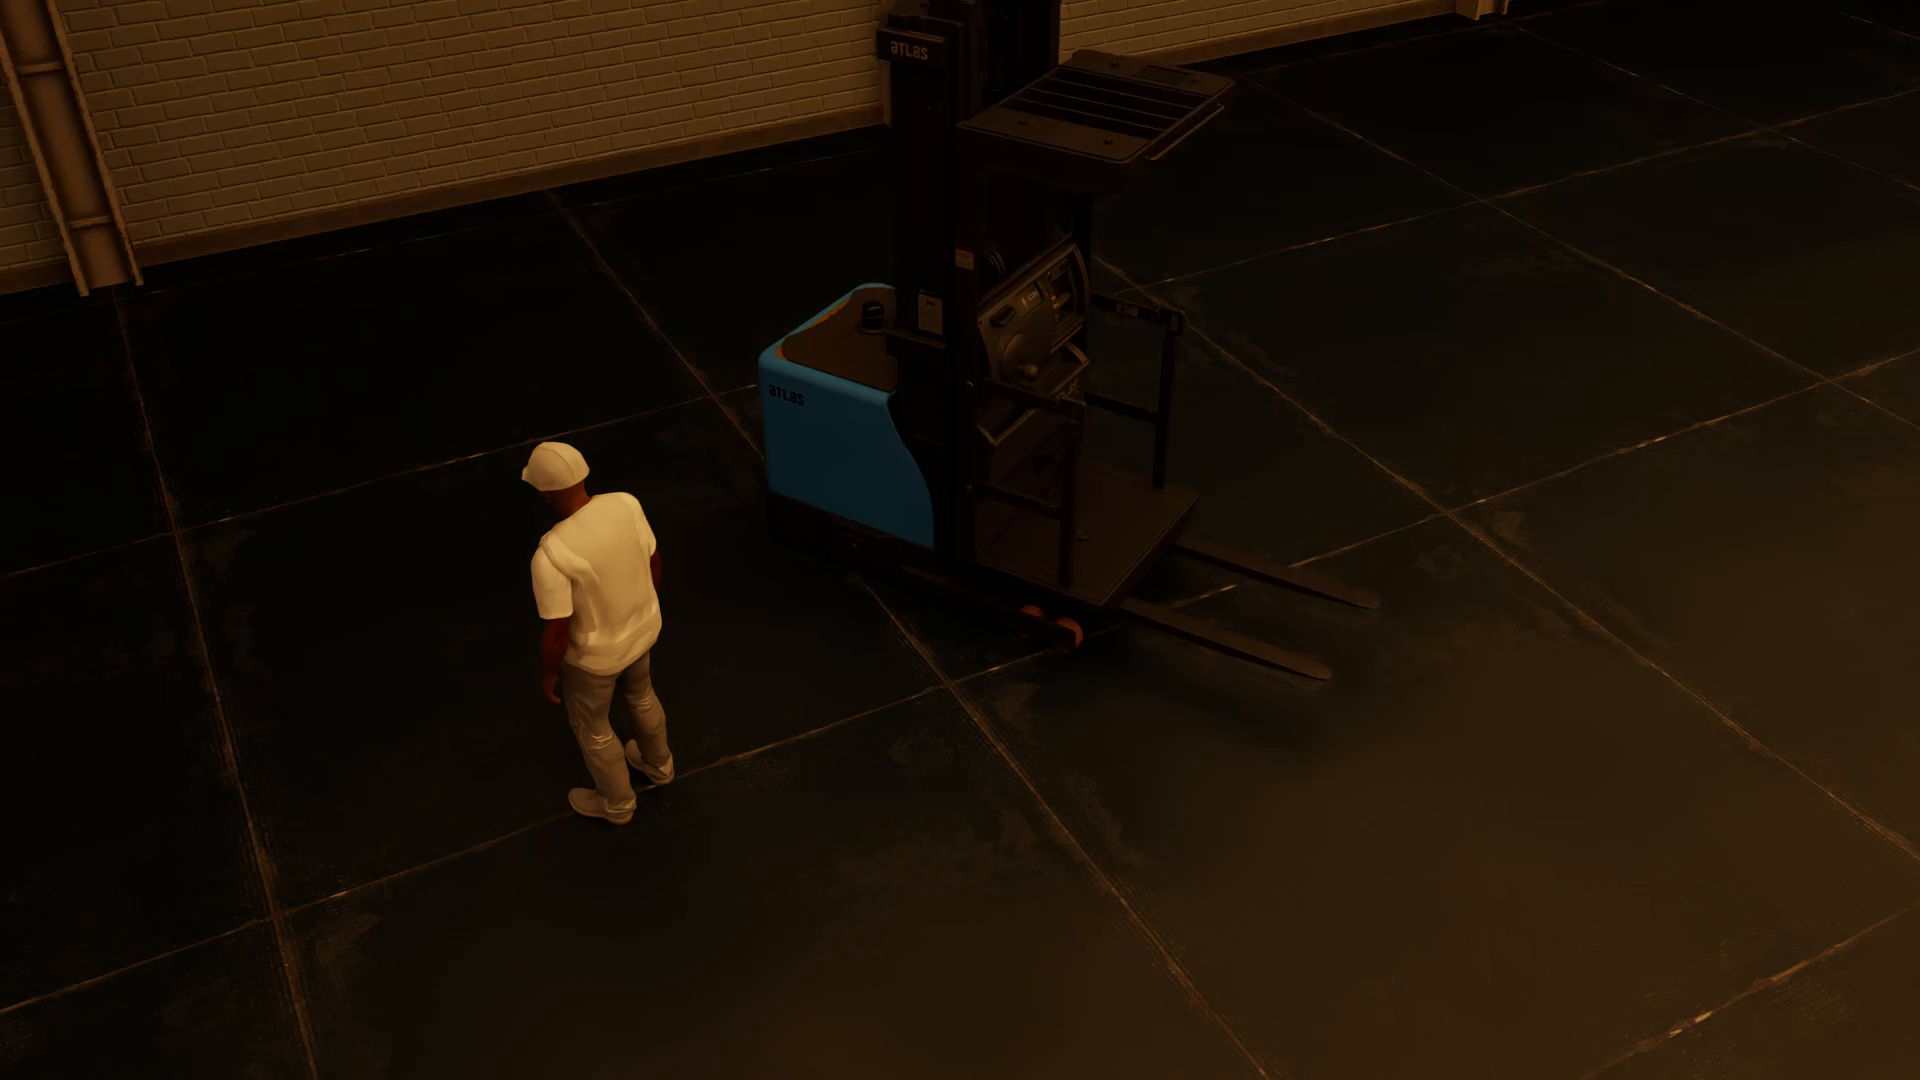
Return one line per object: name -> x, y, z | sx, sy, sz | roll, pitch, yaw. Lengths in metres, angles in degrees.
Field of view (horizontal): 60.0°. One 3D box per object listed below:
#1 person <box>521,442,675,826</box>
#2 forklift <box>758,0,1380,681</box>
person -> -1.431, 0.375, 6.611 | 0.460, 1.759, 0.636 | 21, 41, 27
forklift -> 0.521, -1.013, 7.556 | 3.031, 2.935, 1.130 | 19, 40, 25
